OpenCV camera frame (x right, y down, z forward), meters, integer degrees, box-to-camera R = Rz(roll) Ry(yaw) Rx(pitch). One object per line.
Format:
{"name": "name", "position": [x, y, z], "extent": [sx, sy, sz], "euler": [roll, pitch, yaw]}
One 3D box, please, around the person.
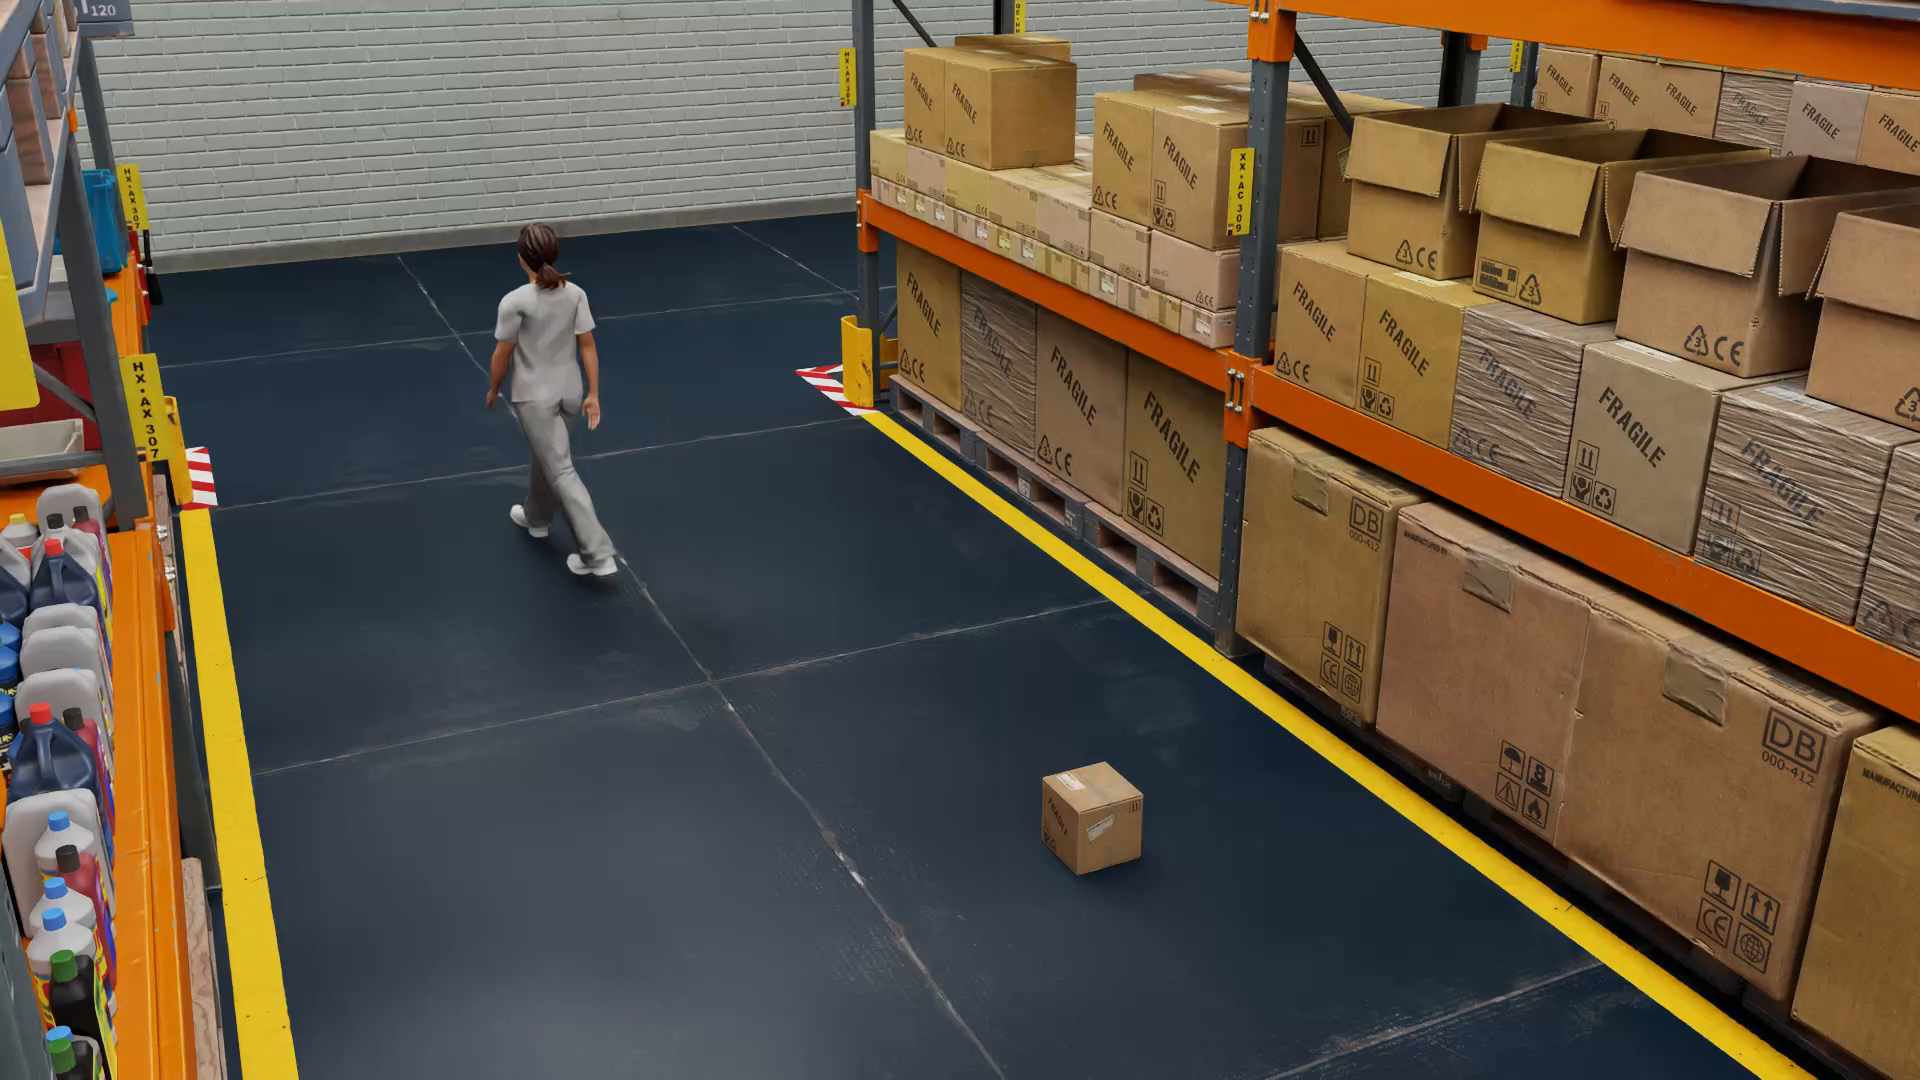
{"name": "person", "position": [-1.947, -0.679, 7.742], "extent": [1.048, 1.611, 0.451], "euler": [20, 30, 40]}
